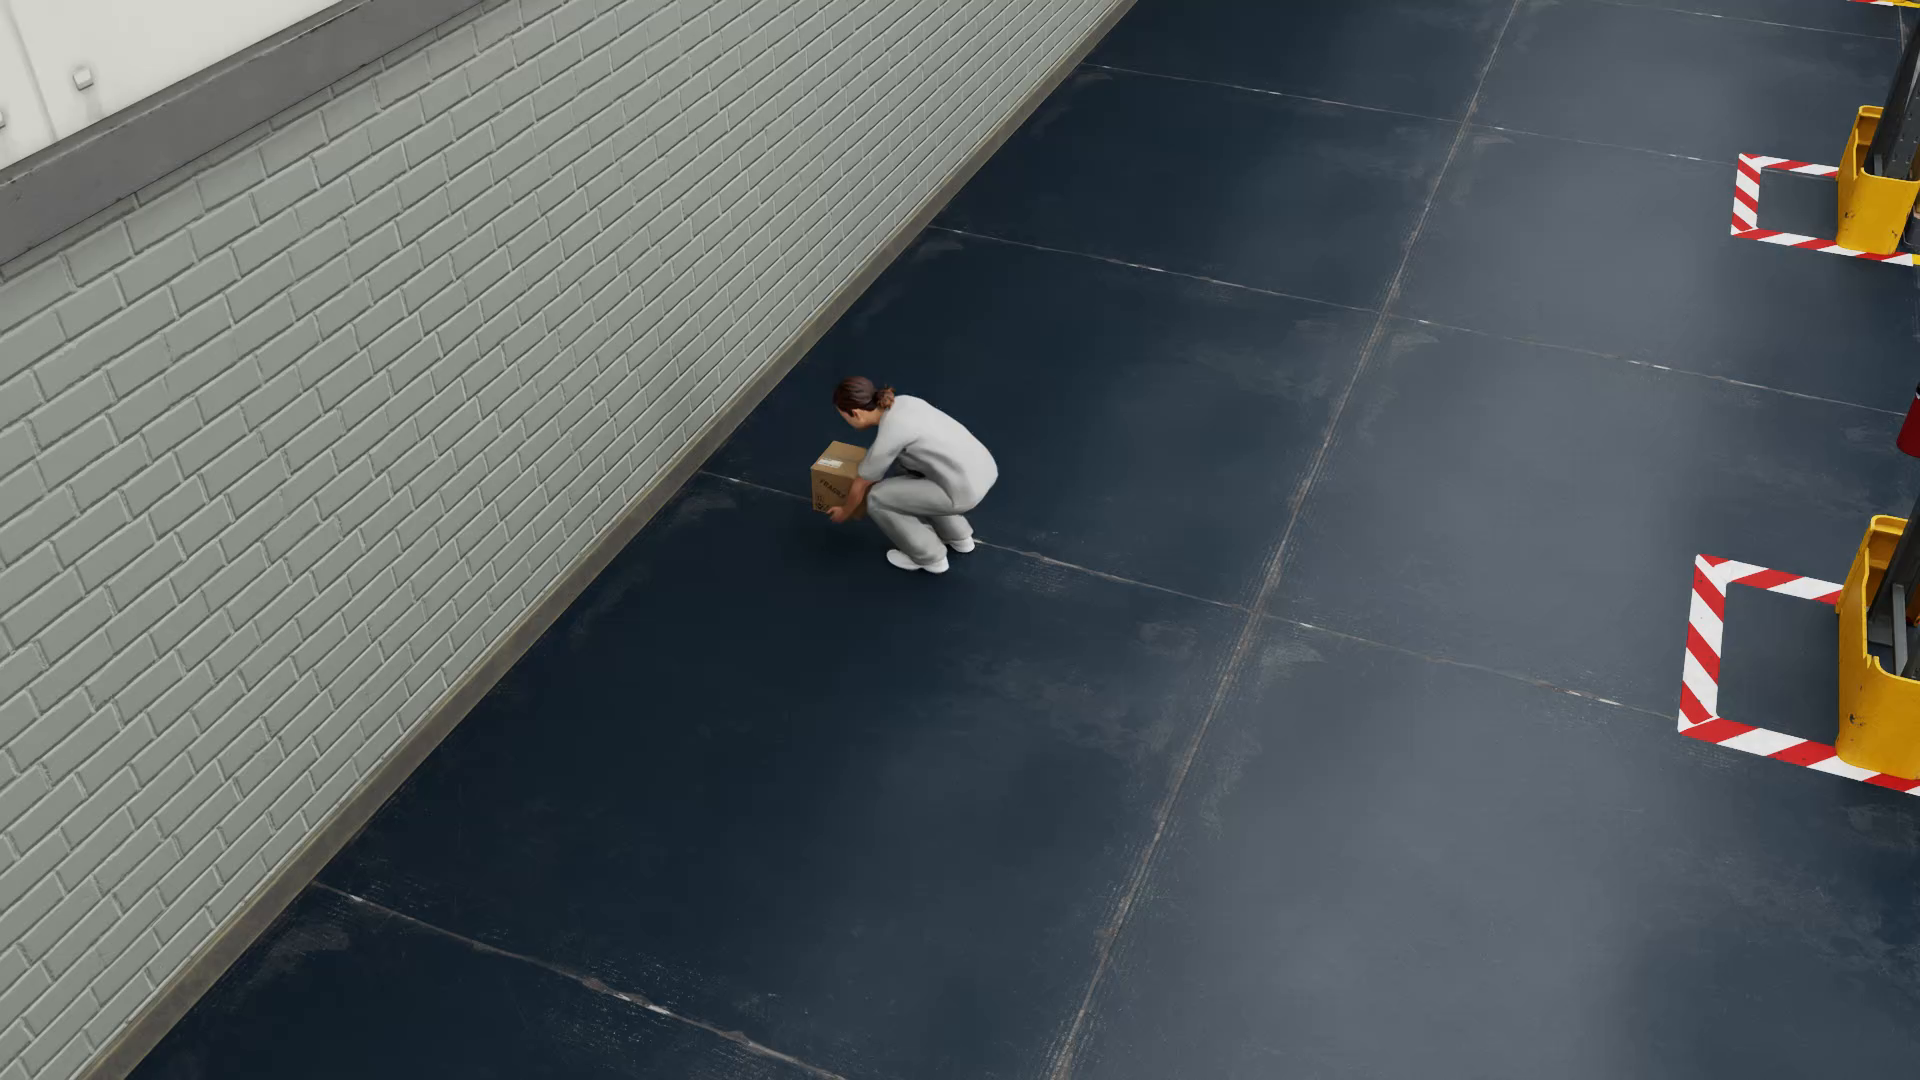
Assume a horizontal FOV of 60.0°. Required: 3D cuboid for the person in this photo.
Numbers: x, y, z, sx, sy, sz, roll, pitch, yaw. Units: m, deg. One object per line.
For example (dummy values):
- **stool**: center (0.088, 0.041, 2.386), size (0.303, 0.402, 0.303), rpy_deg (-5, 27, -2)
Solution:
- **person**: center (-0.229, -0.316, 7.815), size (0.795, 0.964, 0.485), rpy_deg (14, 40, 17)
